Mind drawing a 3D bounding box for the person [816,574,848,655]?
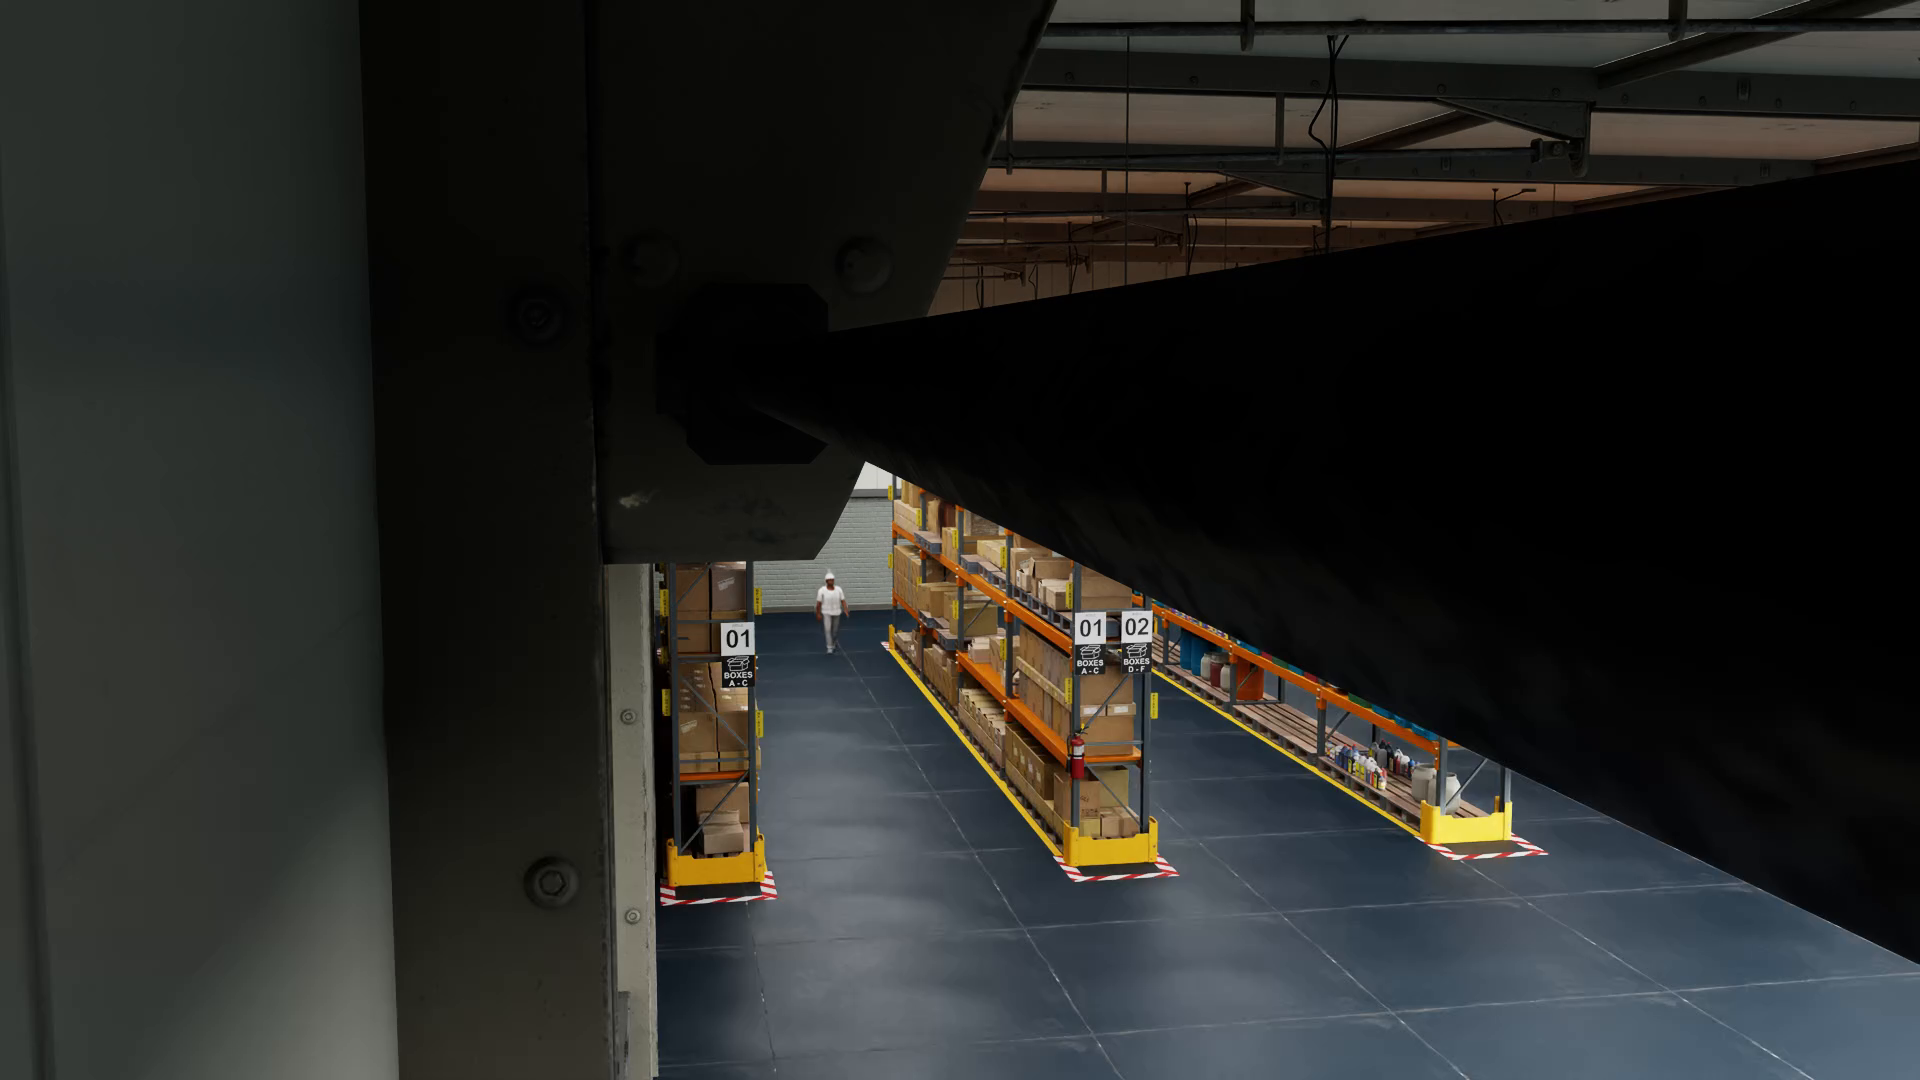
[{"bbox_3d":[-2.763,1.585,35.932,0.666,1.717,1.058,-1,6,-12],"label":"person"}]
